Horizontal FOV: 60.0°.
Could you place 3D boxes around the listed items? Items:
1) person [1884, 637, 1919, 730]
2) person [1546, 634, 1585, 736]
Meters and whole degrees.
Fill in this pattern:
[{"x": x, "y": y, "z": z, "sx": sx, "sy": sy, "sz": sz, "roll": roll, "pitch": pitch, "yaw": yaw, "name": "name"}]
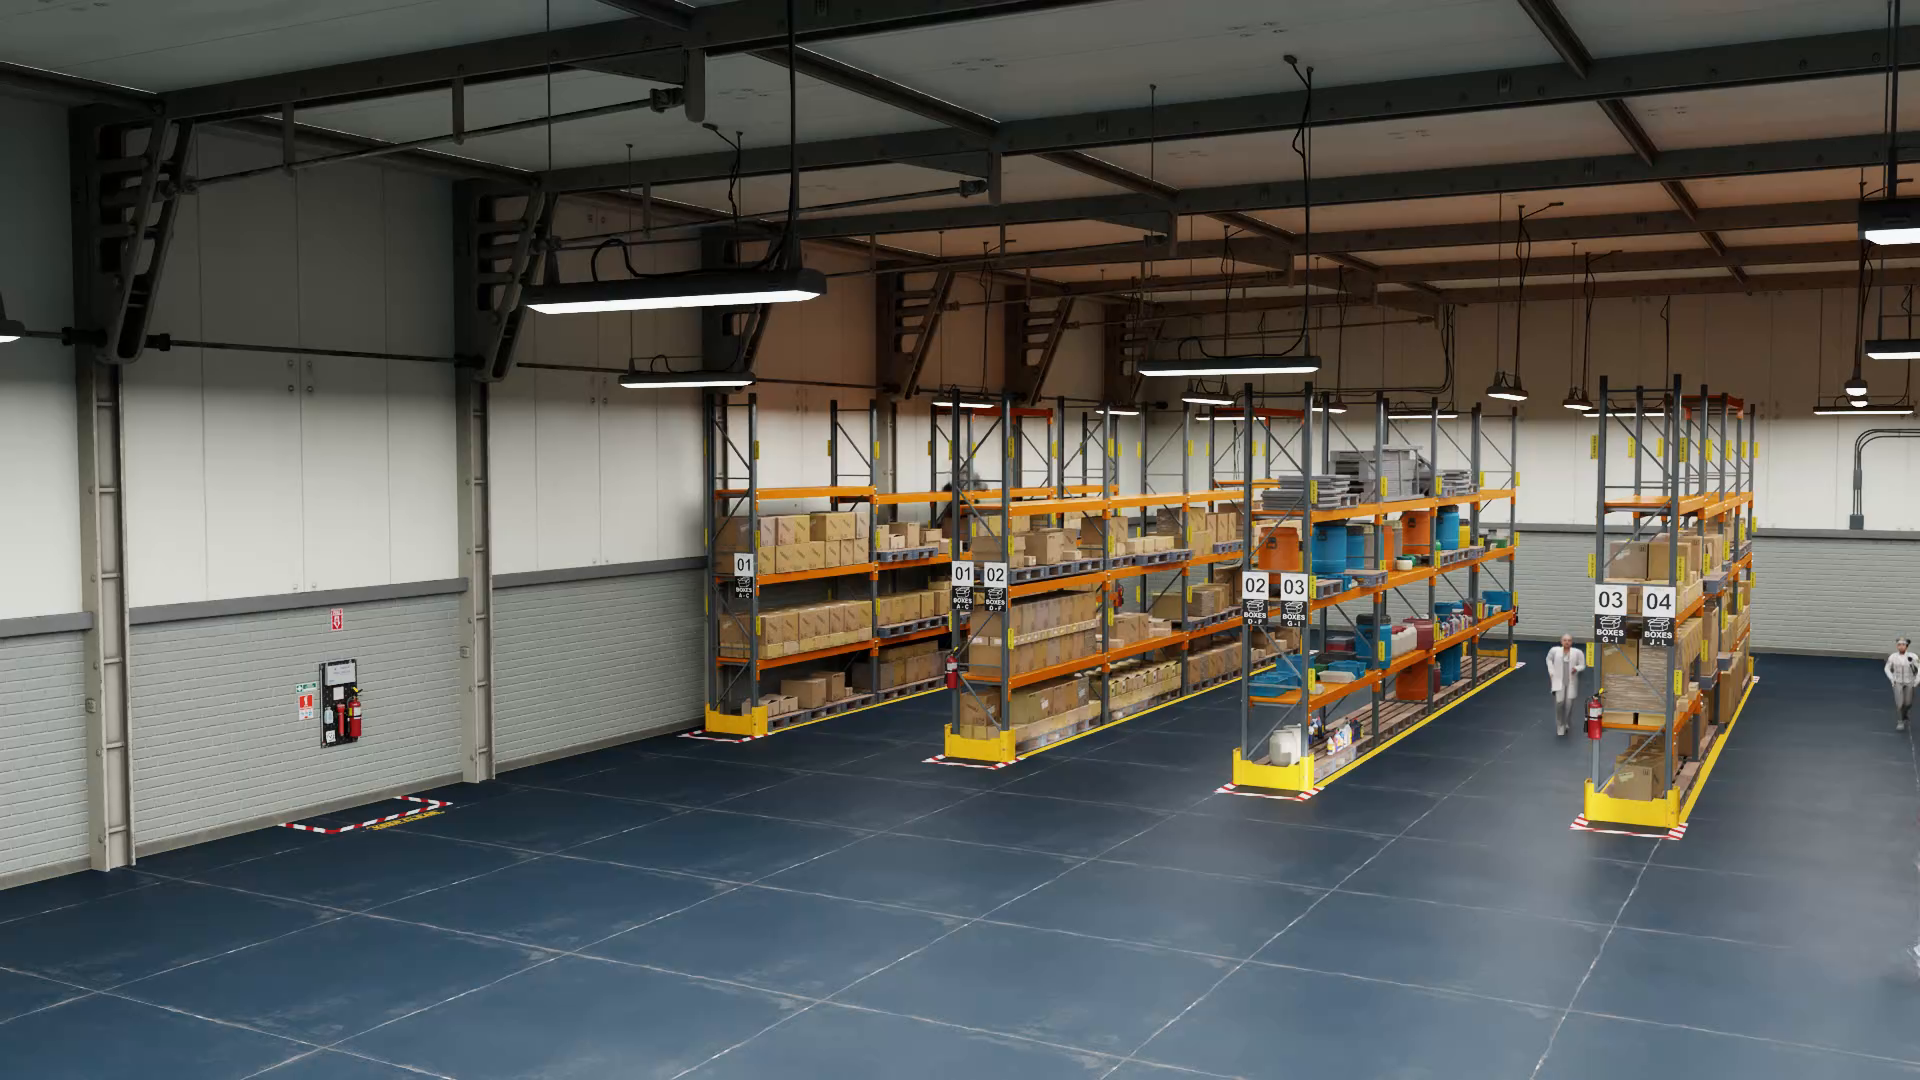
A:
[{"x": 16.918, "y": 2.570, "z": 29.819, "sx": 0.623, "sy": 1.664, "sz": 0.497, "roll": 2, "pitch": 4, "yaw": 32, "name": "person"}, {"x": 10.671, "y": 2.551, "z": 29.302, "sx": 0.613, "sy": 1.814, "sz": 0.909, "roll": 1, "pitch": 3, "yaw": 14, "name": "person"}]
